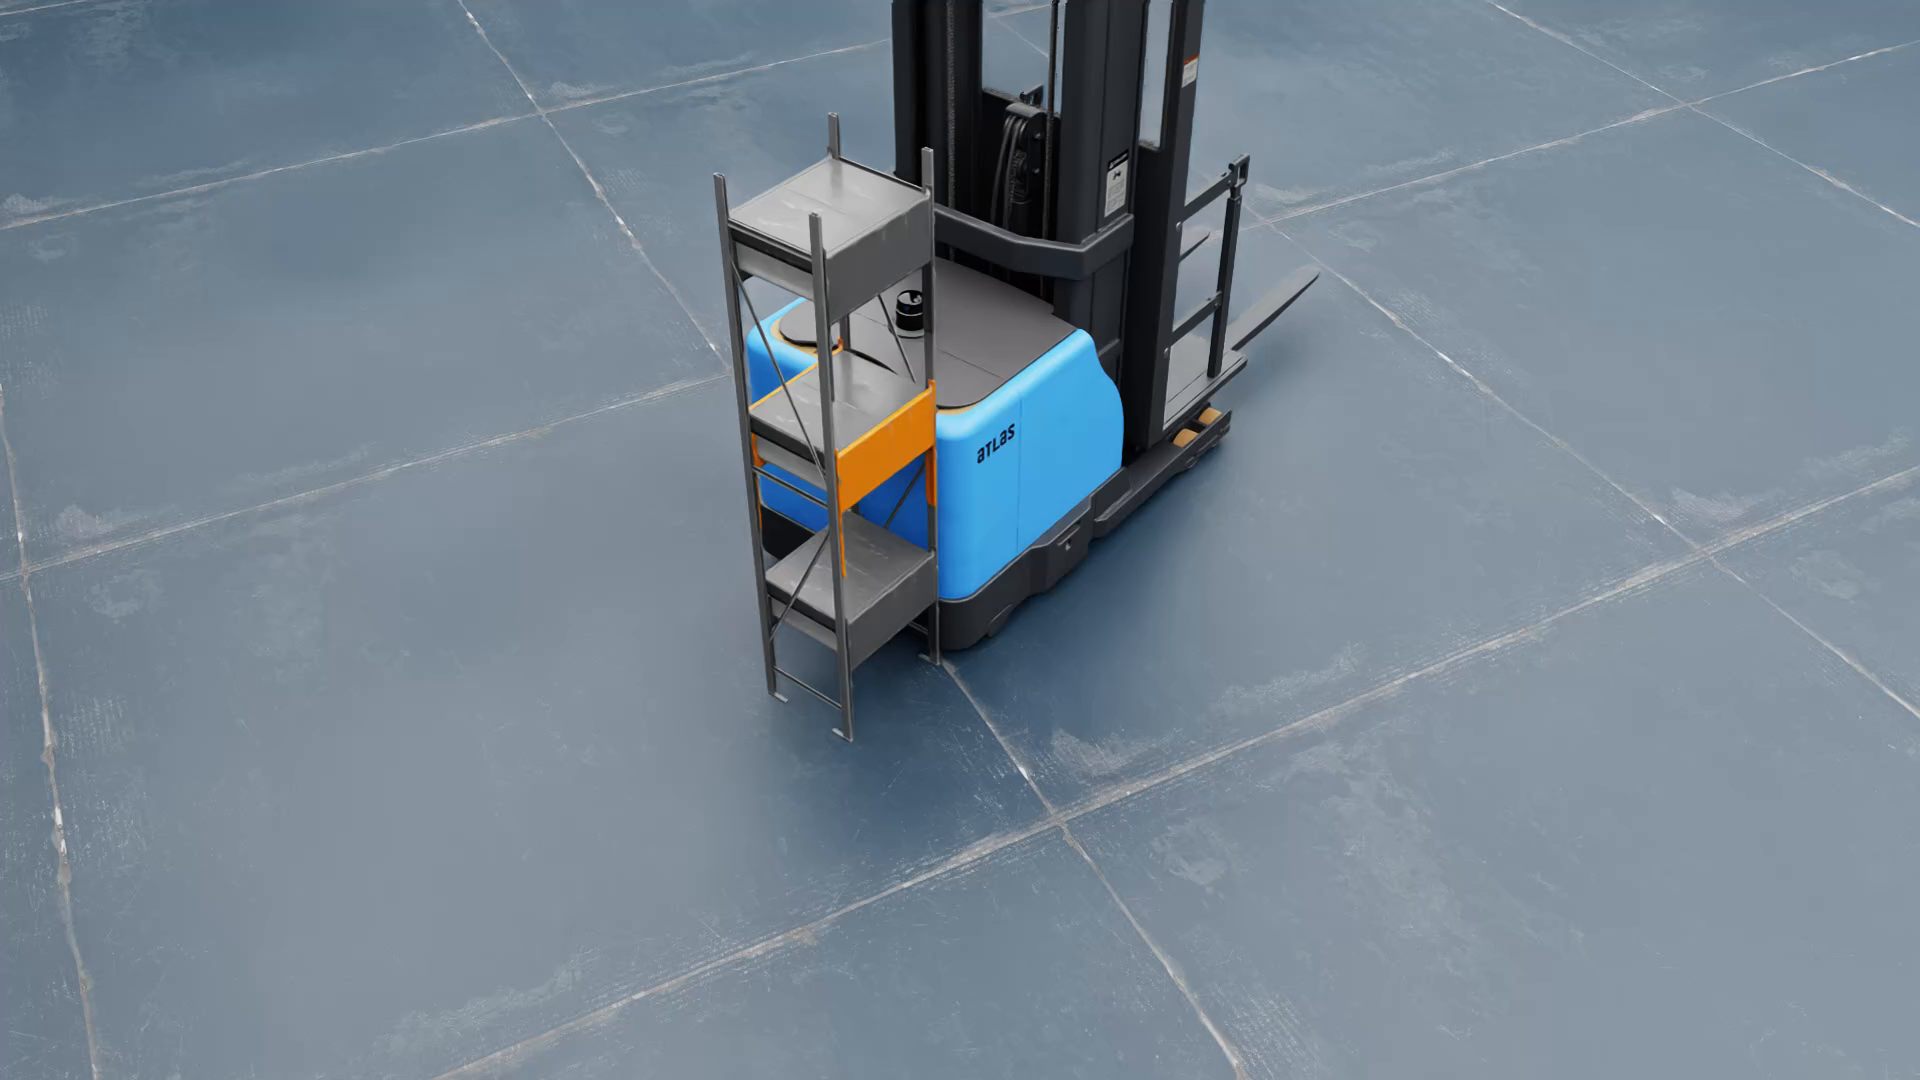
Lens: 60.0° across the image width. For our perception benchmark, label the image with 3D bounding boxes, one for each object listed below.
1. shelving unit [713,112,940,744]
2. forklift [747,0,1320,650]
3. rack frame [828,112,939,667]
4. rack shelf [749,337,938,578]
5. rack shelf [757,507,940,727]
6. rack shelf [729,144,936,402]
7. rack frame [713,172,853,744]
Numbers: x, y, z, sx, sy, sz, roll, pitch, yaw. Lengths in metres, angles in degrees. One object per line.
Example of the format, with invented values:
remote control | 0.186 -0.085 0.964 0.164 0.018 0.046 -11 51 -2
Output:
shelving unit | -0.390 -0.287 5.464 0.431 2.100 0.503 27 47 28
forklift | 0.520 -1.605 6.378 1.130 2.935 3.031 27 47 28
rack frame | -0.239 -0.411 5.610 0.400 2.100 0.015 27 47 28
rack shelf | -0.390 -0.276 5.472 0.431 0.518 0.480 27 47 28
rack shelf | -0.390 0.258 5.925 0.431 0.518 0.480 27 47 28
rack shelf | -0.390 -0.811 5.020 0.431 0.518 0.480 27 47 28
rack frame | -0.541 -0.163 5.317 0.400 2.100 0.015 27 47 28
